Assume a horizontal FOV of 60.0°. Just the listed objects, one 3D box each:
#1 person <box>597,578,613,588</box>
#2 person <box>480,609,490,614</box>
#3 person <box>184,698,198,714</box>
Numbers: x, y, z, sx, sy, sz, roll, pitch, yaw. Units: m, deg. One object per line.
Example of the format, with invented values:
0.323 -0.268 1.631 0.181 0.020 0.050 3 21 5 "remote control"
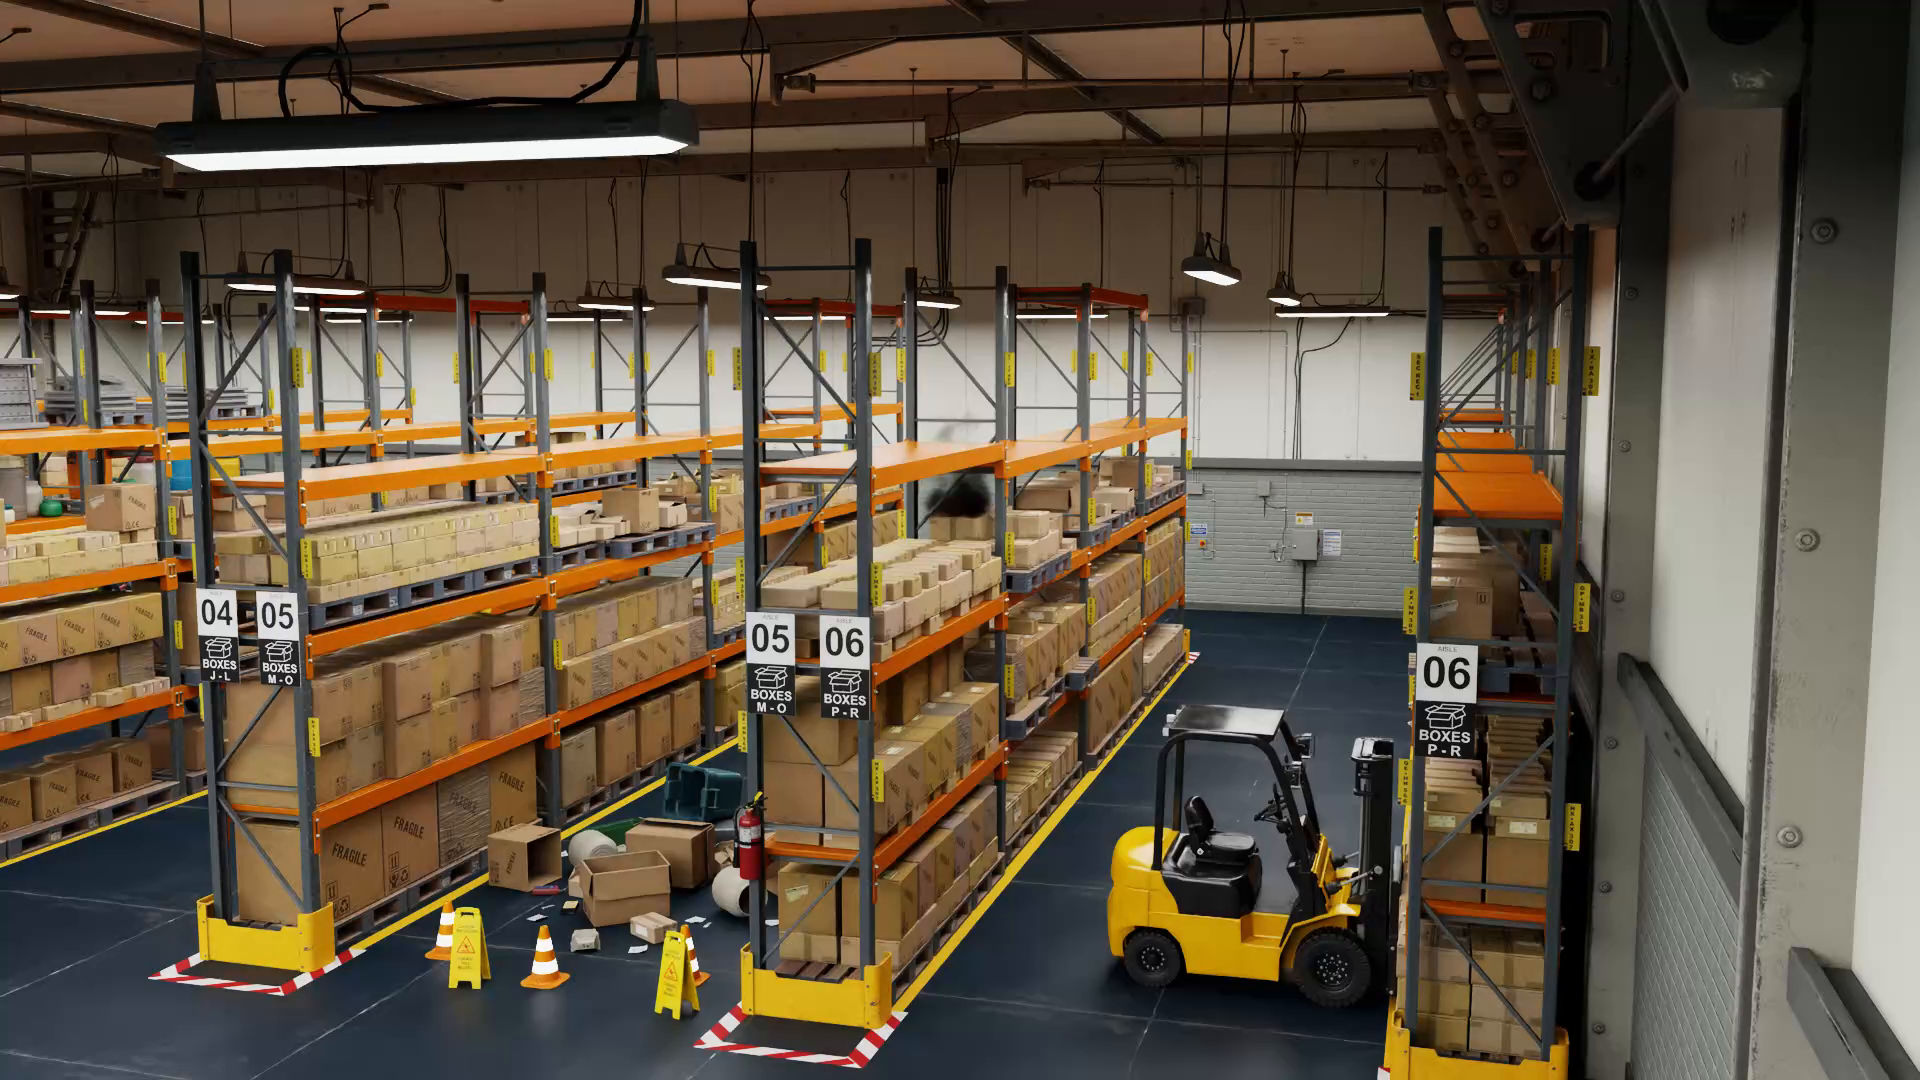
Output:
-5.617 1.406 26.379 0.617 1.671 0.661 1 6 9 "person"
-6.553 1.752 22.899 0.699 1.726 0.701 1 6 5 "person"
-10.223 1.871 22.375 0.510 1.607 0.676 1 6 6 "person"
